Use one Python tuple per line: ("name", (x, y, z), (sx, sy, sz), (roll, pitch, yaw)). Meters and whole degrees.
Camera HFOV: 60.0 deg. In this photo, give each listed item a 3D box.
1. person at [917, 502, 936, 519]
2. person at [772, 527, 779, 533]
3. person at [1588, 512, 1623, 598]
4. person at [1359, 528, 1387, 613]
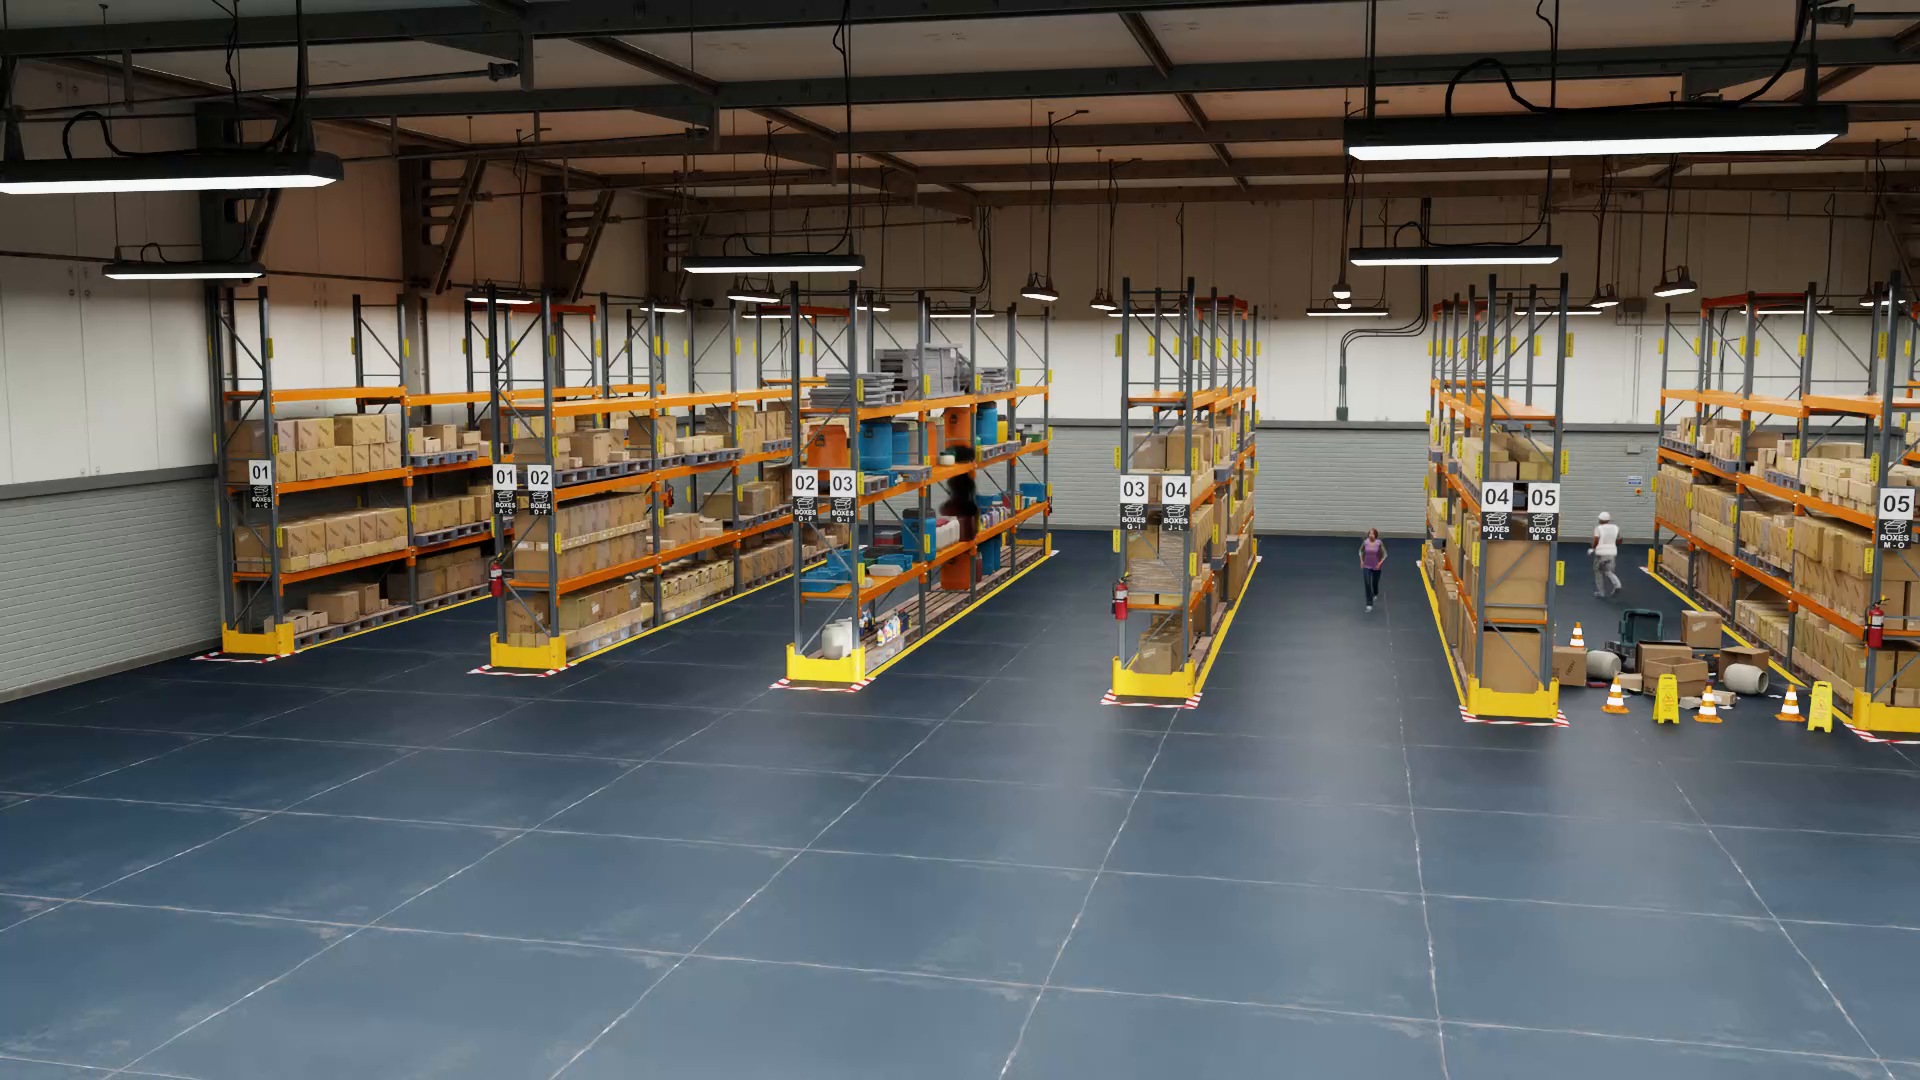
("person", (-0.826, -0.136, 38.066), (0.577, 1.547, 0.831), (1, 7, 7))
("person", (-4.973, -0.806, 43.449), (0.848, 1.626, 0.600), (2, 7, 16))
("person", (13.023, 0.314, 33.386), (0.682, 1.733, 0.818), (-1, 7, -7))
("person", (7.931, 0.568, 31.973), (0.544, 1.578, 0.800), (2, 7, 16))
